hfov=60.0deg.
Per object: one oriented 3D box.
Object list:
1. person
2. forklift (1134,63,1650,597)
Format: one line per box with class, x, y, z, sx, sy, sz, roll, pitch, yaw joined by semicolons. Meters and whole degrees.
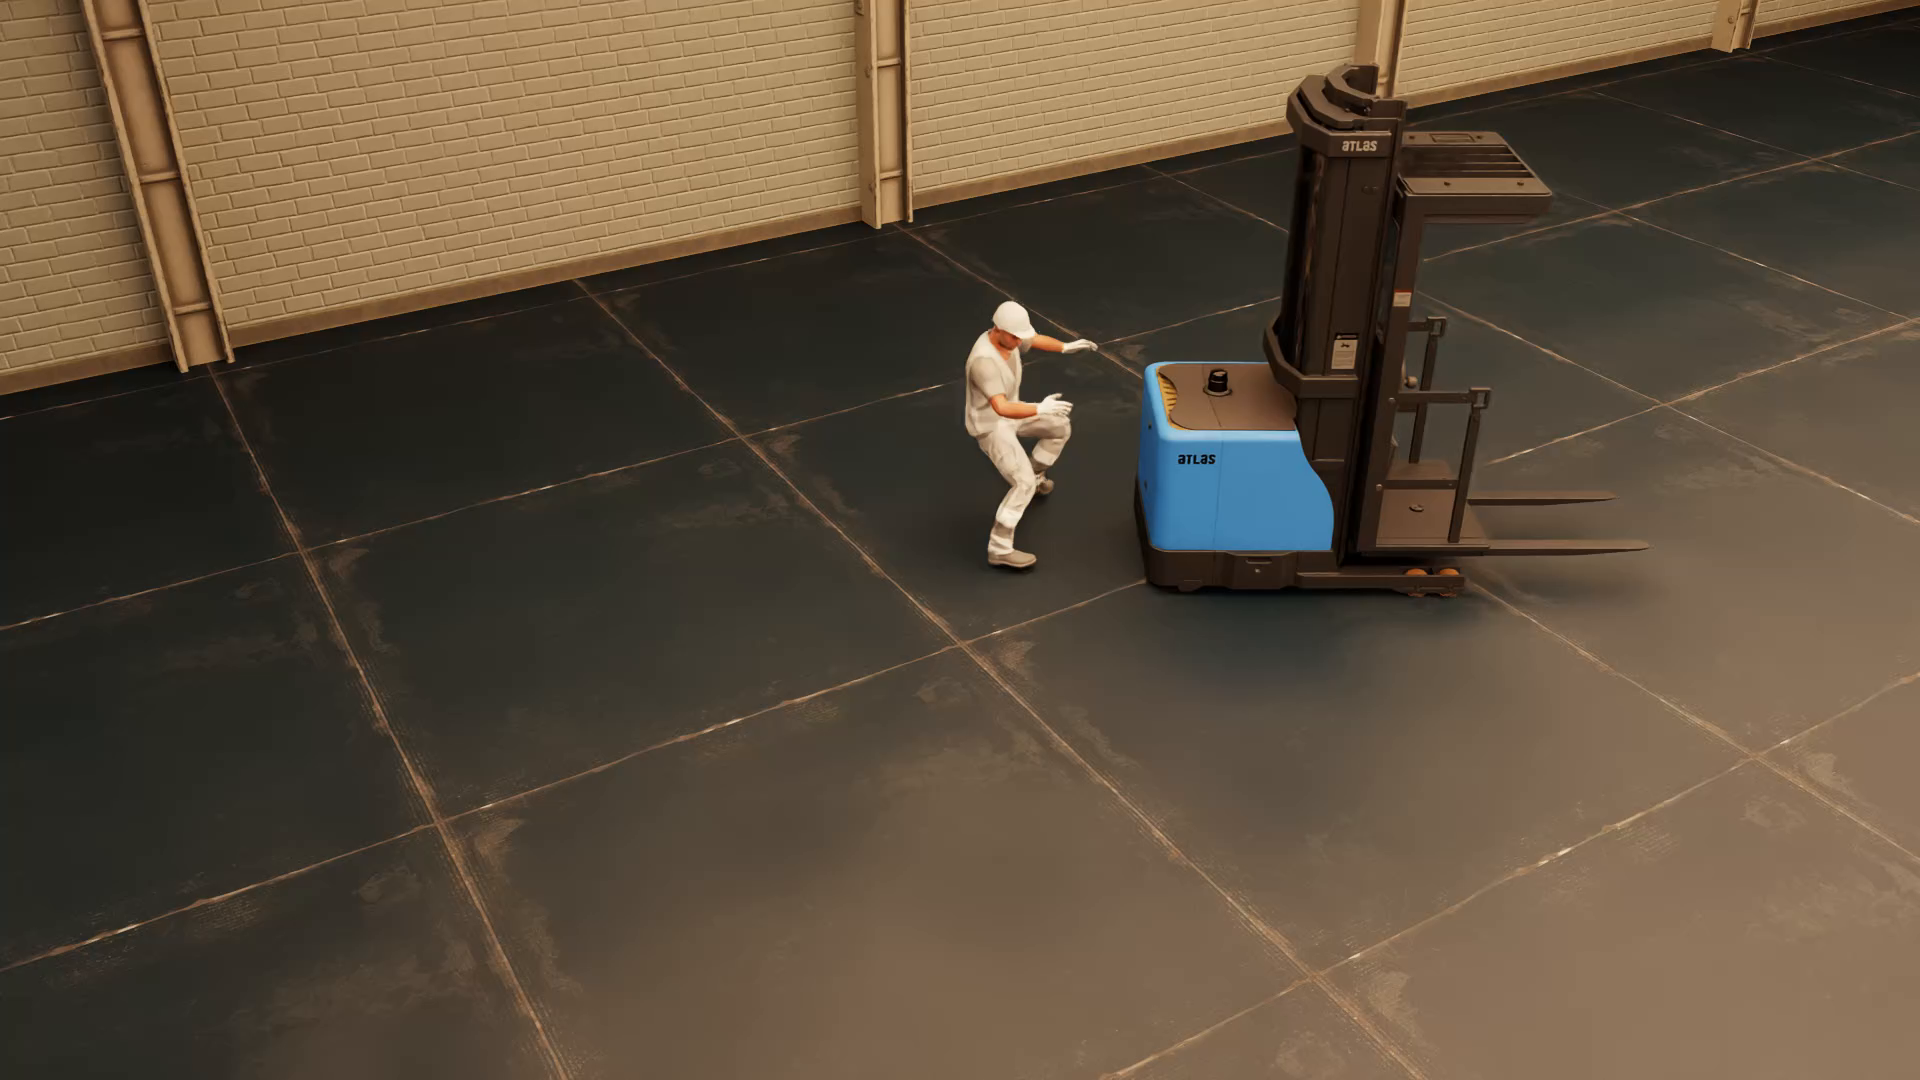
person;0.409;-0.749;10.187;0.748;1.533;1.061;14;34;22
forklift;2.635;-1.192;9.637;3.031;2.935;1.130;0;31;0
